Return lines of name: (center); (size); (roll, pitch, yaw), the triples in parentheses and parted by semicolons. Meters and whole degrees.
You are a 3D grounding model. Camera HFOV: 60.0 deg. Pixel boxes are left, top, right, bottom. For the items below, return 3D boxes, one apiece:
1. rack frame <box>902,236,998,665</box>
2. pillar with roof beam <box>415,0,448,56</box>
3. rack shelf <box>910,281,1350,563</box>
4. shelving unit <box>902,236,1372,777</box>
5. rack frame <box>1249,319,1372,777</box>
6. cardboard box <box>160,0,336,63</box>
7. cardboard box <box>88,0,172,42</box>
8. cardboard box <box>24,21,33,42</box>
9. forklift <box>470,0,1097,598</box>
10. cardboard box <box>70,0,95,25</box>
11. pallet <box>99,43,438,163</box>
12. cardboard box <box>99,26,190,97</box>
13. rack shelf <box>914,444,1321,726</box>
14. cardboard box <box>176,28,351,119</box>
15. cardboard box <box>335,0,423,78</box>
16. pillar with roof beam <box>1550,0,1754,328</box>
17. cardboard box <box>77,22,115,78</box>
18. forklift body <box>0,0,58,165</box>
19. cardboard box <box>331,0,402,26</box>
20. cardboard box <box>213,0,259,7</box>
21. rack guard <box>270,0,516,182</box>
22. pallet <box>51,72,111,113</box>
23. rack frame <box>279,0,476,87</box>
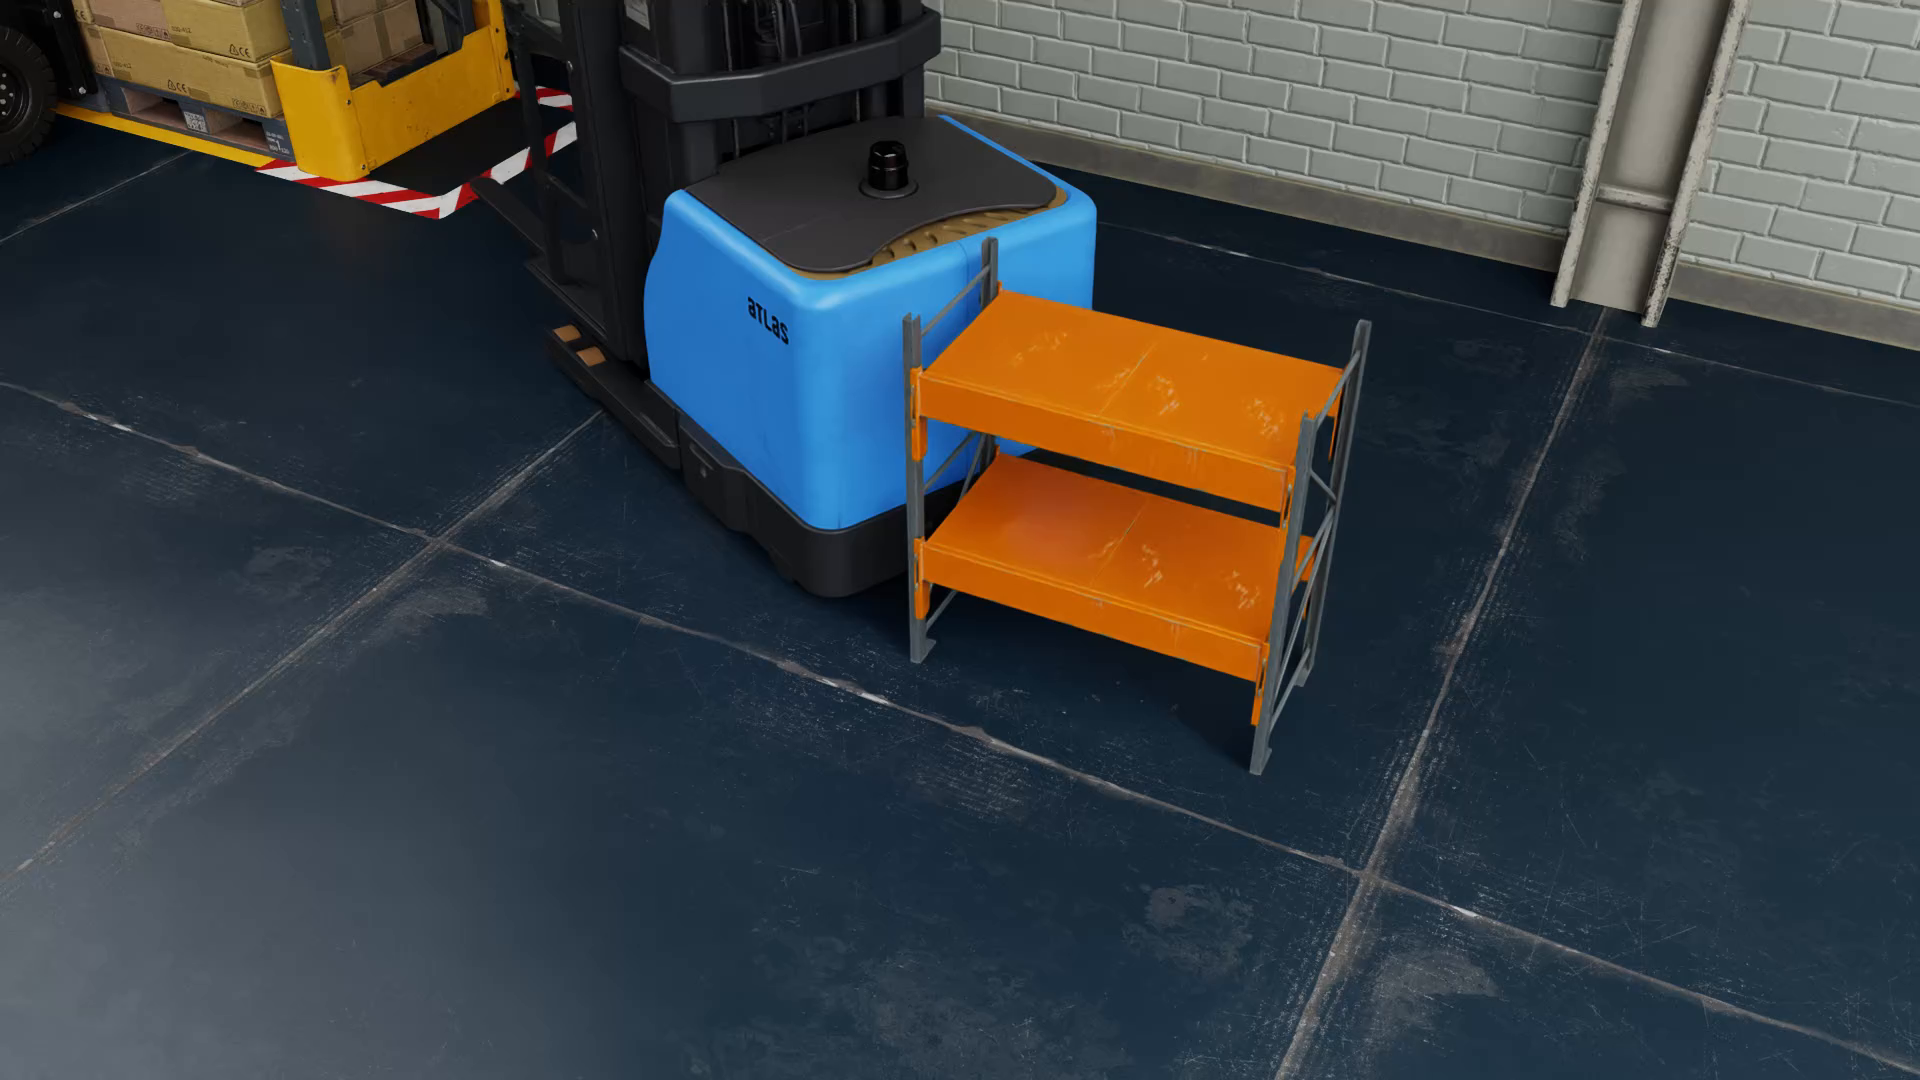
rack frame: (-0.020, -0.229, 4.621); (0.032, 1.125, 0.500); (16, 40, 21)
pillar with roof beam: (-4.773, -3.883, 2.923); (0.400, 9.000, 9.100); (17, 41, 21)
rack shelf: (0.436, -0.327, 4.266); (1.000, 0.278, 0.538); (16, 40, 21)
shelving unit: (0.436, -0.094, 4.443); (1.048, 1.125, 0.538); (16, 40, 21)
rack frame: (0.893, 0.042, 4.265); (0.032, 1.125, 0.500); (16, 40, 21)
cardboard box: (-3.166, -2.366, 7.400); (0.500, 0.250, 0.500); (17, 40, 21)
cardboard box: (-3.606, -2.511, 7.591); (0.500, 0.250, 0.500); (17, 40, 21)
cardboard box: (-4.501, -2.580, 8.095); (0.500, 0.250, 0.500); (19, 41, 23)
forklift: (-0.857, -1.841, 5.252); (1.130, 2.935, 3.031); (-24, 43, -28)
cardboard box: (-4.074, -2.644, 7.765); (0.500, 0.250, 0.500); (16, 40, 20)
pallet: (-3.288, -2.207, 7.983); (1.213, 0.211, 1.003); (17, 41, 21)
cardboard box: (-3.589, -2.304, 7.731); (0.500, 0.250, 0.500); (17, 41, 21)
rack shelf: (0.436, 0.101, 4.591); (1.000, 0.278, 0.538); (16, 40, 21)
cardboard box: (-3.152, -2.161, 7.542); (0.500, 0.250, 0.500); (18, 41, 22)
cardboard box: (-2.936, -2.441, 7.912); (0.500, 0.250, 0.500); (18, 41, 22)
pillar with roof beam: (0.555, -2.215, 0.725); (0.400, 9.000, 9.100); (17, 41, 21)
cardboard box: (-4.029, -2.448, 7.921); (0.500, 0.250, 0.500); (18, 41, 22)
forklift body: (-5.112, -2.337, 6.550); (1.214, 2.155, 2.313); (17, 41, 21)
cardboard box: (-2.912, -2.641, 7.762); (0.500, 0.250, 0.500); (18, 41, 22)
cardboard box: (-3.142, -2.558, 7.239); (0.500, 0.250, 0.500); (19, 41, 23)
rack guard: (-2.568, -2.125, 7.636); (0.348, 0.500, 1.175); (17, 41, 21)
pallet: (-4.367, -2.547, 8.431); (1.213, 0.211, 1.003); (17, 41, 21)
rack frame: (-2.590, -3.128, 6.889); (0.127, 3.000, 1.000); (17, 41, 21)
